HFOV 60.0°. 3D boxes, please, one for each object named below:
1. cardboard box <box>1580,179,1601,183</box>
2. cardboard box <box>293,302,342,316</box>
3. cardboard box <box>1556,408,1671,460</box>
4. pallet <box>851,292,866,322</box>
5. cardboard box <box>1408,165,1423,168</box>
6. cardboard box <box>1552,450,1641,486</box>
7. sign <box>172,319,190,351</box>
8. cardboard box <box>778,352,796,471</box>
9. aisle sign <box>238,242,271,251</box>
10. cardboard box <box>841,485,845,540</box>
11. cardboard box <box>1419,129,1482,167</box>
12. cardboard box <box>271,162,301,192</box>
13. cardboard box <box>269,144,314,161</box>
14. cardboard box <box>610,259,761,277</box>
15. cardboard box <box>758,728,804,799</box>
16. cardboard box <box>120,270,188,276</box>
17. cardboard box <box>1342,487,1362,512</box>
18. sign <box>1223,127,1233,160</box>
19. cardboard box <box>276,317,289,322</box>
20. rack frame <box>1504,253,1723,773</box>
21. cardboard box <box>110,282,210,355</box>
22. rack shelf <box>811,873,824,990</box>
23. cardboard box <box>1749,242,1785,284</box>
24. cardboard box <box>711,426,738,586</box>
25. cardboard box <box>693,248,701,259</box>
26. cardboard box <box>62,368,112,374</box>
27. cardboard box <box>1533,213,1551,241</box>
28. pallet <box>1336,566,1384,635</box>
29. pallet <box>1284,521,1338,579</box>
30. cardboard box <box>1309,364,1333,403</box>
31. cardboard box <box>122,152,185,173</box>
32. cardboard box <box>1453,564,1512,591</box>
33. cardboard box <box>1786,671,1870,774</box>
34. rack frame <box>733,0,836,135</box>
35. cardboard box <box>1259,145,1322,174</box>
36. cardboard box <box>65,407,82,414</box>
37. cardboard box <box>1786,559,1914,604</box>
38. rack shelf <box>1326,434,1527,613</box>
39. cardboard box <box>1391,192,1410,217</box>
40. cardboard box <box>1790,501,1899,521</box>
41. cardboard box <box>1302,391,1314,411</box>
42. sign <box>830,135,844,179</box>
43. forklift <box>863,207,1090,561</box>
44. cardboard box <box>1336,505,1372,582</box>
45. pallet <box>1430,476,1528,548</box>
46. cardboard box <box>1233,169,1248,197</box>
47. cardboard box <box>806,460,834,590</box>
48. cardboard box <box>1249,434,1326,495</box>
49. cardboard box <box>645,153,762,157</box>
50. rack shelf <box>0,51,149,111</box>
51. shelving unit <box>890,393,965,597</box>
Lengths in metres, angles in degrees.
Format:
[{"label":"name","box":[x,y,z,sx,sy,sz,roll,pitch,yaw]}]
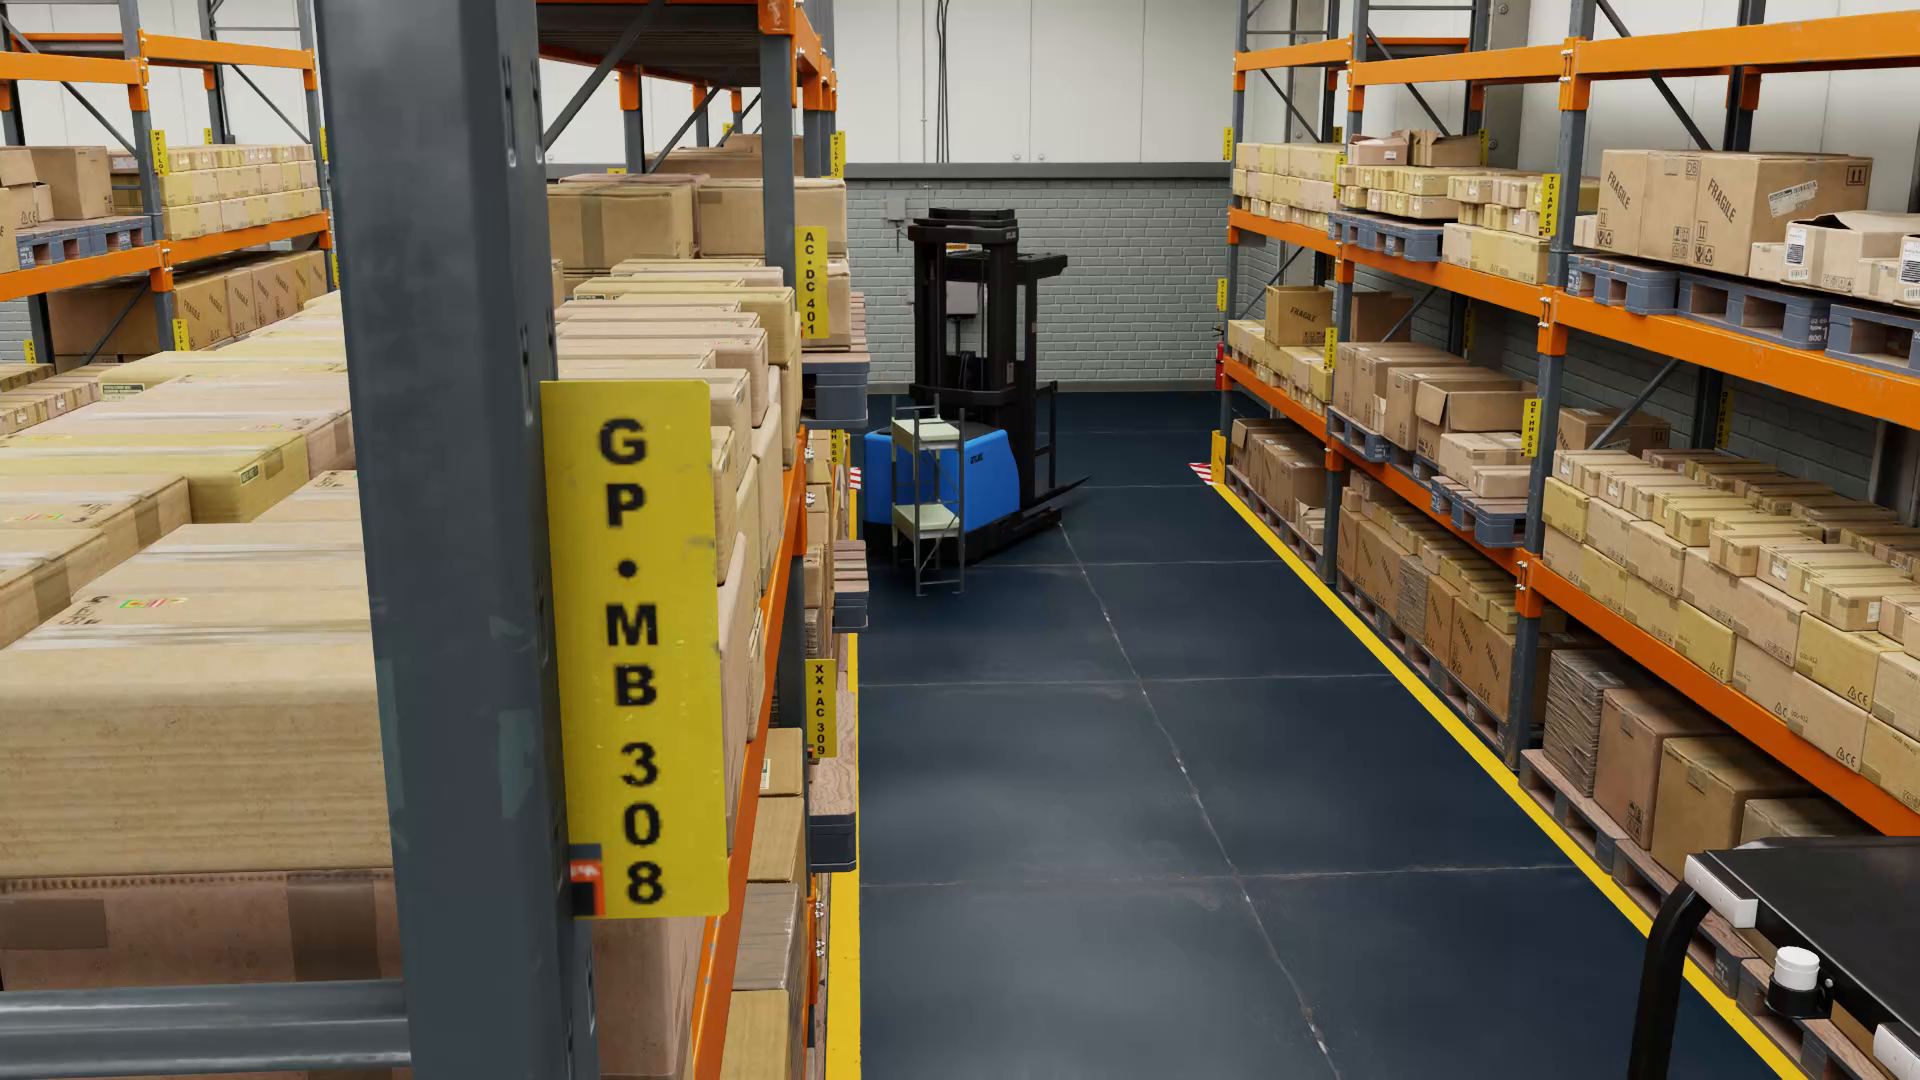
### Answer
[{"label":"cardboard box","box":[3.912,-2.117,10.120,0.380,0.149,0.250,0,14,-2]},{"label":"cardboard box","box":[-1.177,-0.418,3.516,0.380,0.149,0.250,-1,14,-5]},{"label":"cardboard box","box":[3.851,-0.496,9.890,0.500,0.500,0.500,0,14,-1]},{"label":"pallet","box":[-0.978,-0.816,6.535,1.213,0.211,1.003,-1,14,-3]},{"label":"cardboard box","box":[3.614,-2.762,12.587,0.380,0.149,0.250,-1,14,-4]},{"label":"cardboard box","box":[3.453,-0.392,9.028,0.380,0.149,0.250,0,14,-2]},{"label":"sign","box":[-5.855,-1.499,12.510,0.100,0.325,0.005,-1,14,-3]},{"label":"cardboard box","box":[-0.651,-0.334,3.989,0.500,0.250,0.500,-1,14,-4]},{"label":"aisle sign","box":[-6.961,-3.196,16.213,0.394,0.787,0.004,-1,14,-3]},{"label":"cardboard box","box":[-1.406,-0.151,13.893,0.875,0.438,0.875,-1,14,-4]},{"label":"cardboard box","box":[3.616,-2.895,12.273,0.396,0.266,0.258,-1,14,-3]},{"label":"cardboard box","box":[-6.341,-3.308,15.143,0.500,0.250,0.500,-1,14,-5]},{"label":"cardboard box","box":[-6.343,-3.661,15.713,0.380,0.149,0.250,-1,14,-4]},{"label":"cardboard box","box":[-0.742,-0.683,4.545,0.380,0.149,0.250,-1,14,-2]},{"label":"cardboard box","box":[-0.703,0.873,4.816,0.500,0.500,0.500,-1,14,-5]},{"label":"cardboard box","box":[-6.763,-1.975,13.877,0.500,0.500,0.500,-1,14,-2]},{"label":"cardboard box","box":[3.236,-0.322,13.129,0.380,0.149,0.250,0,14,-1]},{"label":"sign","box":[2.690,-3.971,16.665,0.100,0.325,0.005,-1,14,-3]},{"label":"cardboard box","box":[-6.304,-1.755,15.028,0.500,0.500,0.500,-1,14,-3]},{"label":"rack frame","box":[3.727,-0.113,9.447,1.000,3.000,0.127,-1,14,-3]},{"label":"cardboard box","box":[-6.194,-1.722,12.894,0.500,0.500,0.500,-1,14,-2]},{"label":"rack shelf","box":[-1.103,0.810,7.302,1.077,0.370,4.000,-1,14,-3]},{"label":"cardboard box","box":[3.556,-1.162,6.964,0.380,0.149,0.250,-1,14,-4]},{"label":"cardboard box","box":[-0.476,-0.044,2.062,0.380,0.149,0.250,-1,14,-4]},{"label":"cardboard box","box":[-1.186,-0.893,5.918,0.500,0.250,0.500,-1,14,-3]},{"label":"cardboard box","box":[-6.172,-1.135,11.887,0.380,0.149,0.250,-1,14,-5]},{"label":"cardboard box","box":[3.465,-1.771,9.371,0.380,0.149,0.250,-1,14,-2]},{"label":"pallet","box":[3.567,0.444,12.877,1.003,0.211,1.213,-1,14,-3]},{"label":"pallet","box":[3.438,0.072,14.325,1.003,0.211,1.213,-1,14,-3]},{"label":"cardboard box","box":[3.204,-1.303,13.773,0.500,0.250,0.500,-1,14,-2]},{"label":"cardboard box","box":[-6.169,-2.889,12.712,0.380,0.149,0.250,-2,15,-6]},{"label":"cardboard box","box":[3.452,0.261,10.865,0.380,0.149,0.250,0,14,-2]},{"label":"cardboard box","box":[3.646,0.708,6.557,0.500,0.250,0.500,-1,14,-4]},{"label":"rack frame","box":[-1.723,-4.931,16.131,1.000,3.000,0.127,-1,14,-3]},{"label":"cardboard box","box":[3.066,-3.504,15.304,0.500,0.250,0.500,-1,14,-4]},{"label":"cardboard box","box":[-6.121,-0.799,11.177,0.380,0.149,0.250,-2,15,-6]},{"label":"cardboard box","box":[3.633,0.182,6.796,0.380,0.149,0.250,-1,14,-5]},{"label":"rack shelf","box":[3.603,-0.262,11.470,1.077,0.370,4.000,-1,14,-3]},{"label":"cardboard box","box":[3.173,-2.293,11.361,0.380,0.149,0.250,-1,14,-2]},{"label":"cardboard box","box":[4.154,-0.083,7.825,0.380,0.149,0.250,-1,14,-4]},{"label":"cardboard box","box":[3.129,-1.191,14.138,0.380,0.149,0.250,-1,14,-2]},{"label":"sign","box":[-0.934,-2.897,12.577,0.100,0.325,0.005,-1,14,-3]},{"label":"forklift","box":[0.296,-1.557,15.195,1.130,2.935,3.031,8,16,27]},{"label":"cardboard box","box":[3.285,0.023,13.092,0.500,0.500,0.500,0,14,-1]},{"label":"pallet","box":[3.615,-0.188,10.122,1.213,0.211,1.003,-1,14,-3]},{"label":"cardboard box","box":[2.986,-3.513,16.343,0.500,0.250,0.500,-1,14,-4]},{"label":"cardboard box","box":[-0.846,-0.069,7.635,0.500,0.500,0.500,-2,15,-7]},{"label":"cardboard box","box":[3.189,-0.729,16.014,0.700,0.500,0.500,0,14,-1]},{"label":"cardboard box","box":[-1.478,-1.984,9.653,0.700,0.500,0.500,-2,15,-6]},{"label":"rack shelf","box":[-6.285,-2.795,10.076,1.077,0.370,4.000,-1,14,-3]},{"label":"shelving unit","box":[-0.265,-0.377,13.481,0.431,1.500,0.755,-4,15,-16]}]
